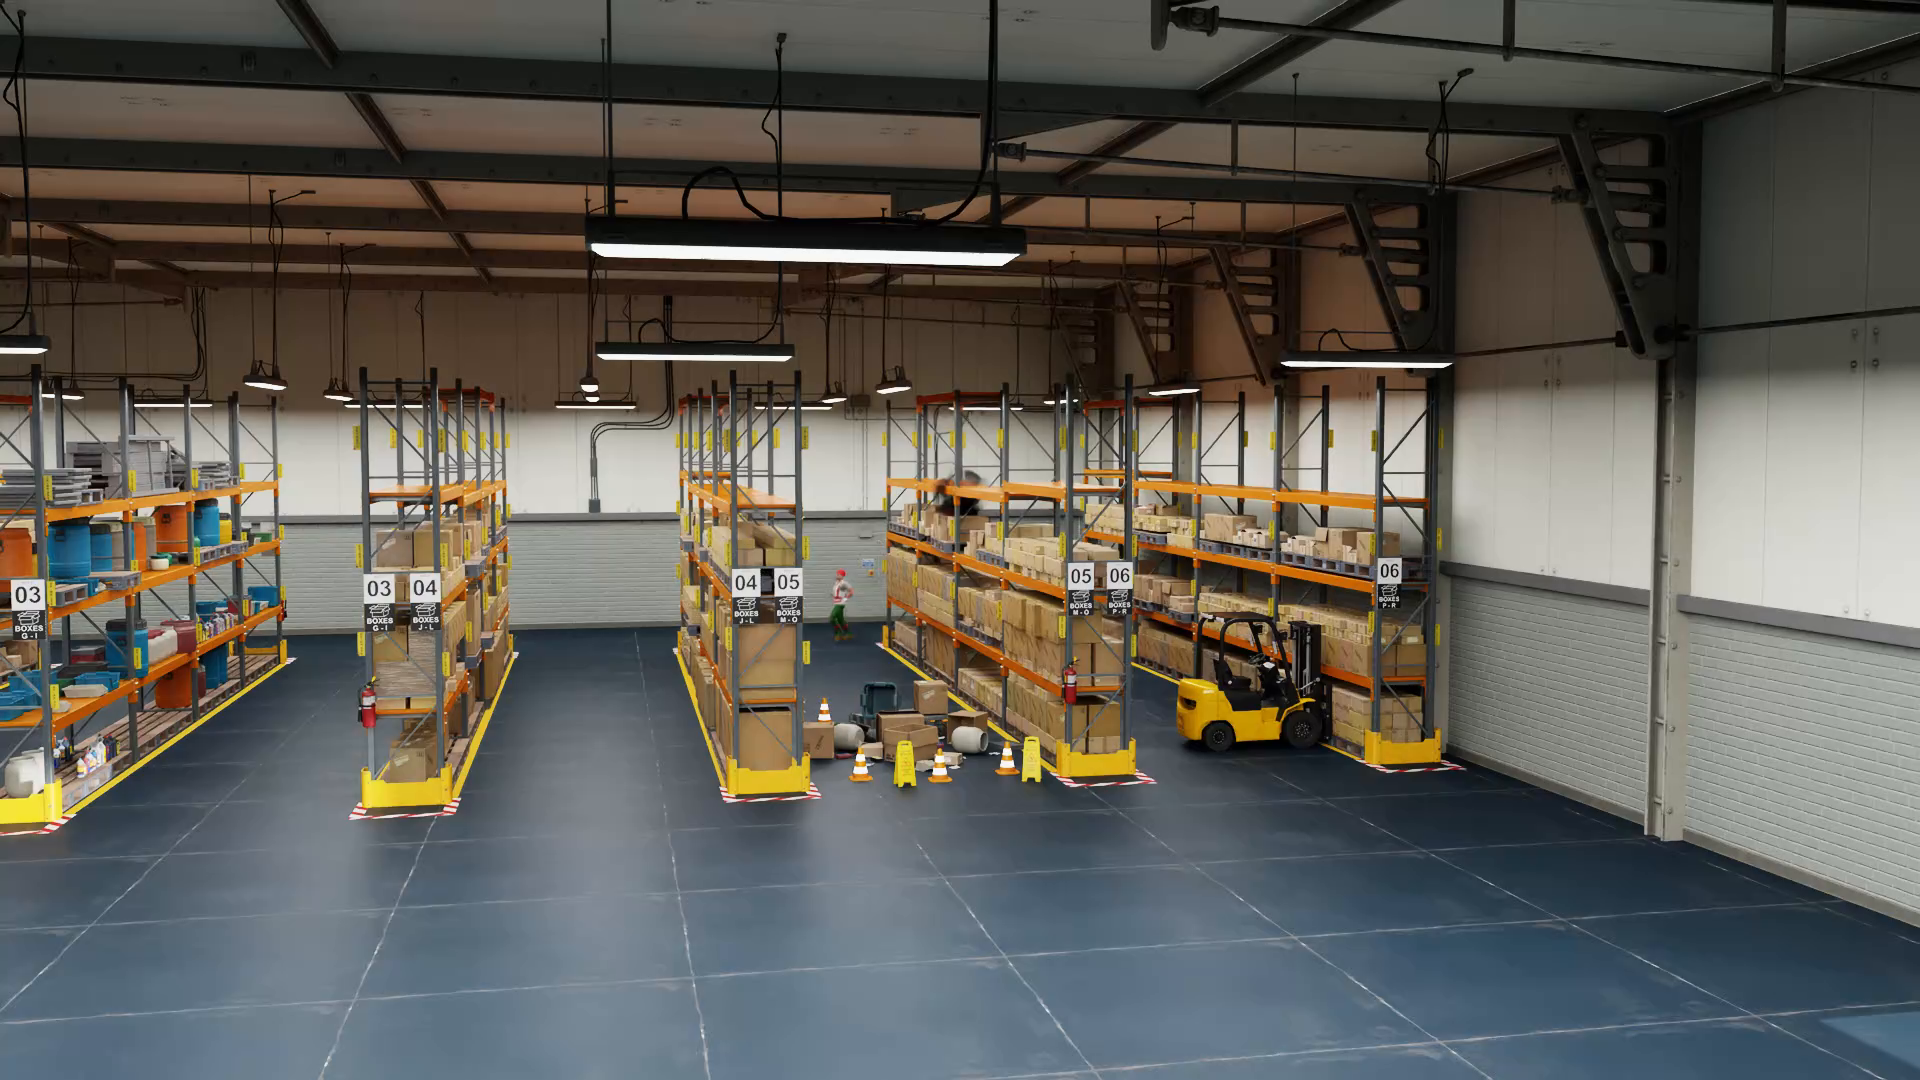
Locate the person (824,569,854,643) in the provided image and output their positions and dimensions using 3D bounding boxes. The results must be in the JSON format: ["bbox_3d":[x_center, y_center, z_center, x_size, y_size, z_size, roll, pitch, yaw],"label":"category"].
[{"bbox_3d":[-3.016,1.644,41.426,0.705,1.824,0.632,-1,4,-19],"label":"person"}]
